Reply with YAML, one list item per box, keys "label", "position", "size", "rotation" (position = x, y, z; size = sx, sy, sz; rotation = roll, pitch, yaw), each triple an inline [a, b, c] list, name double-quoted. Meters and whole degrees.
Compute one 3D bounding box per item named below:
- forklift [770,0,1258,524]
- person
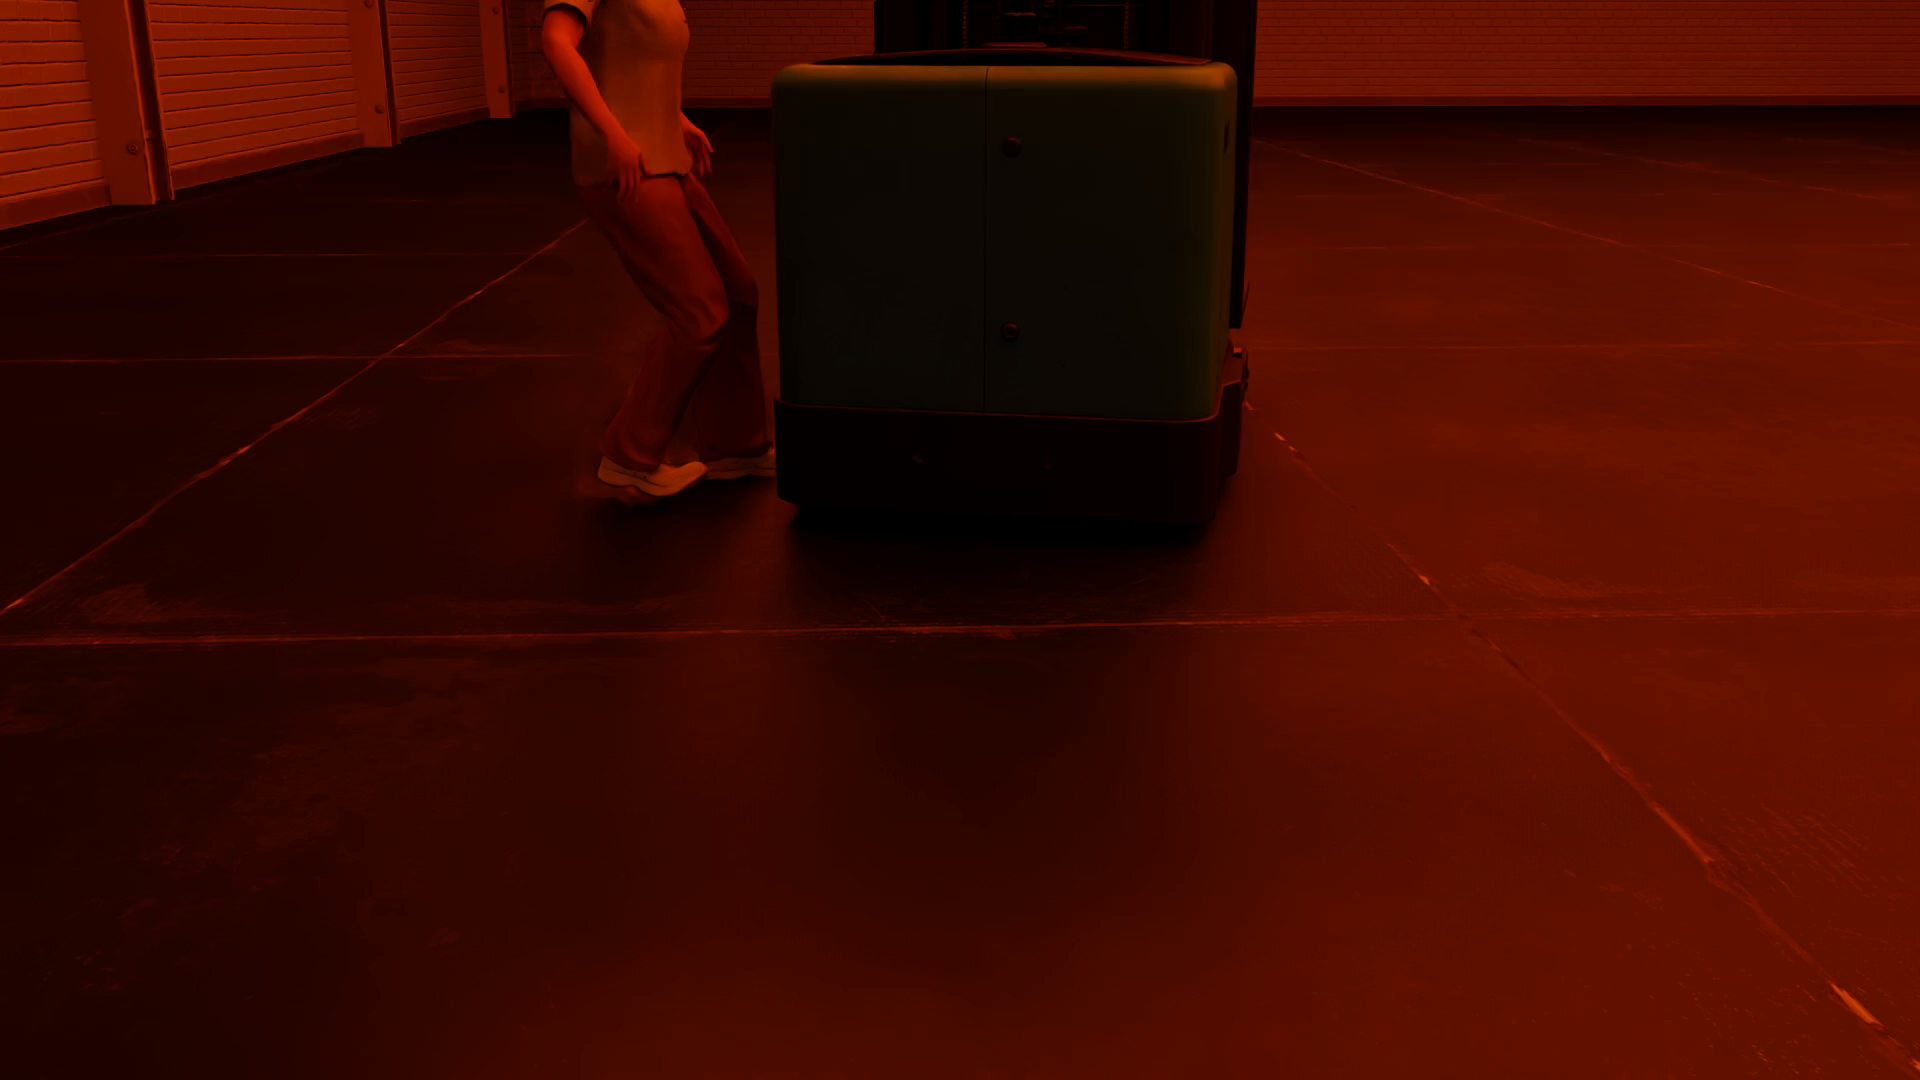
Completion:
- label: "forklift"
  position: [0.342, -1.826, 4.877]
  size: [1.130, 2.935, 3.031]
  rotation: [3, 17, 10]
- label: "person"
  position: [-0.680, -0.884, 4.085]
  size: [0.539, 1.626, 0.799]
  rotation: [2, 17, 5]
